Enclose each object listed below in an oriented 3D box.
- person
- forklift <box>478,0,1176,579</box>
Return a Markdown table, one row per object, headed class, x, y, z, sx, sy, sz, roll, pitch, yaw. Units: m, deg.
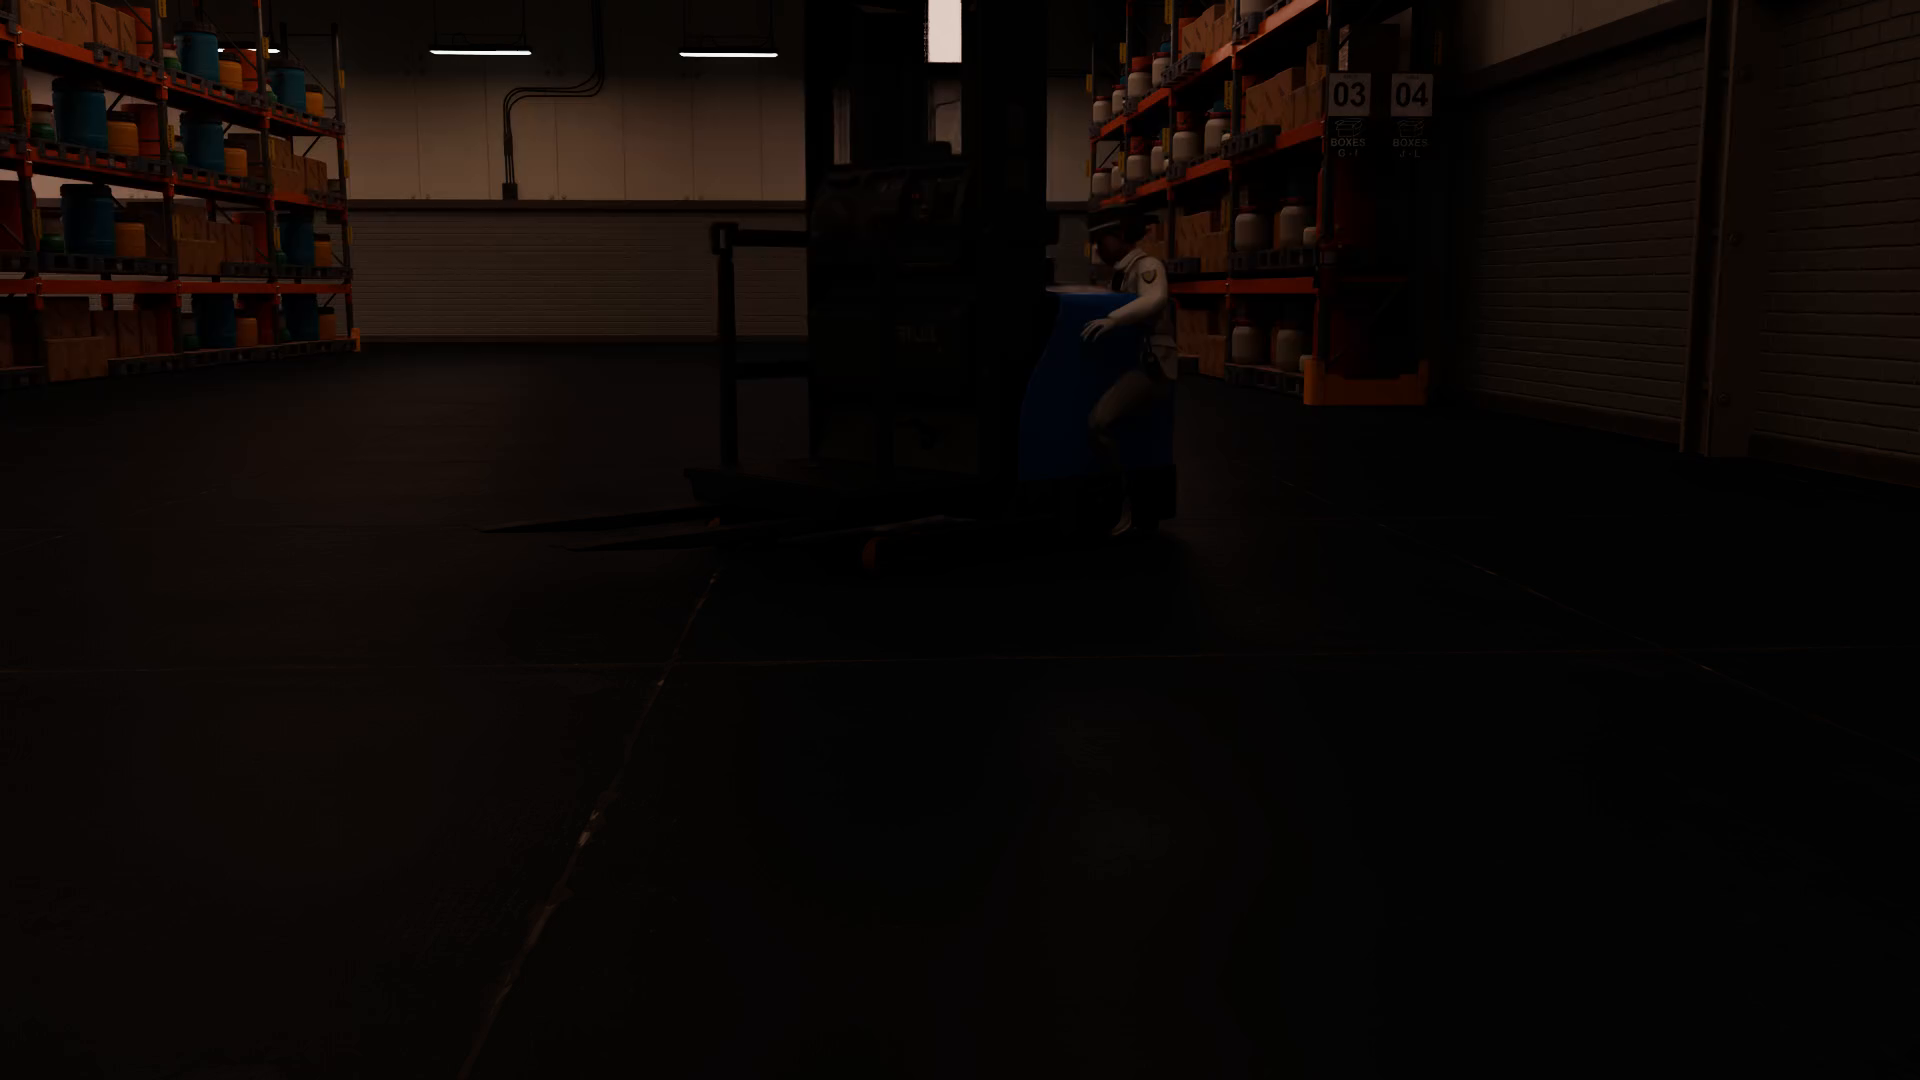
| class | x | y | z | sx | sy | sz | roll | pitch | yaw |
| --- | --- | --- | --- | --- | --- | --- | --- | --- | --- |
| person | 0.596 | -0.762 | 7.362 | 0.711 | 1.443 | 0.890 | -2 | 9 | -14 |
| forklift | -0.437 | -1.387 | 6.672 | 3.031 | 2.935 | 1.130 | -8 | 12 | -43 |
